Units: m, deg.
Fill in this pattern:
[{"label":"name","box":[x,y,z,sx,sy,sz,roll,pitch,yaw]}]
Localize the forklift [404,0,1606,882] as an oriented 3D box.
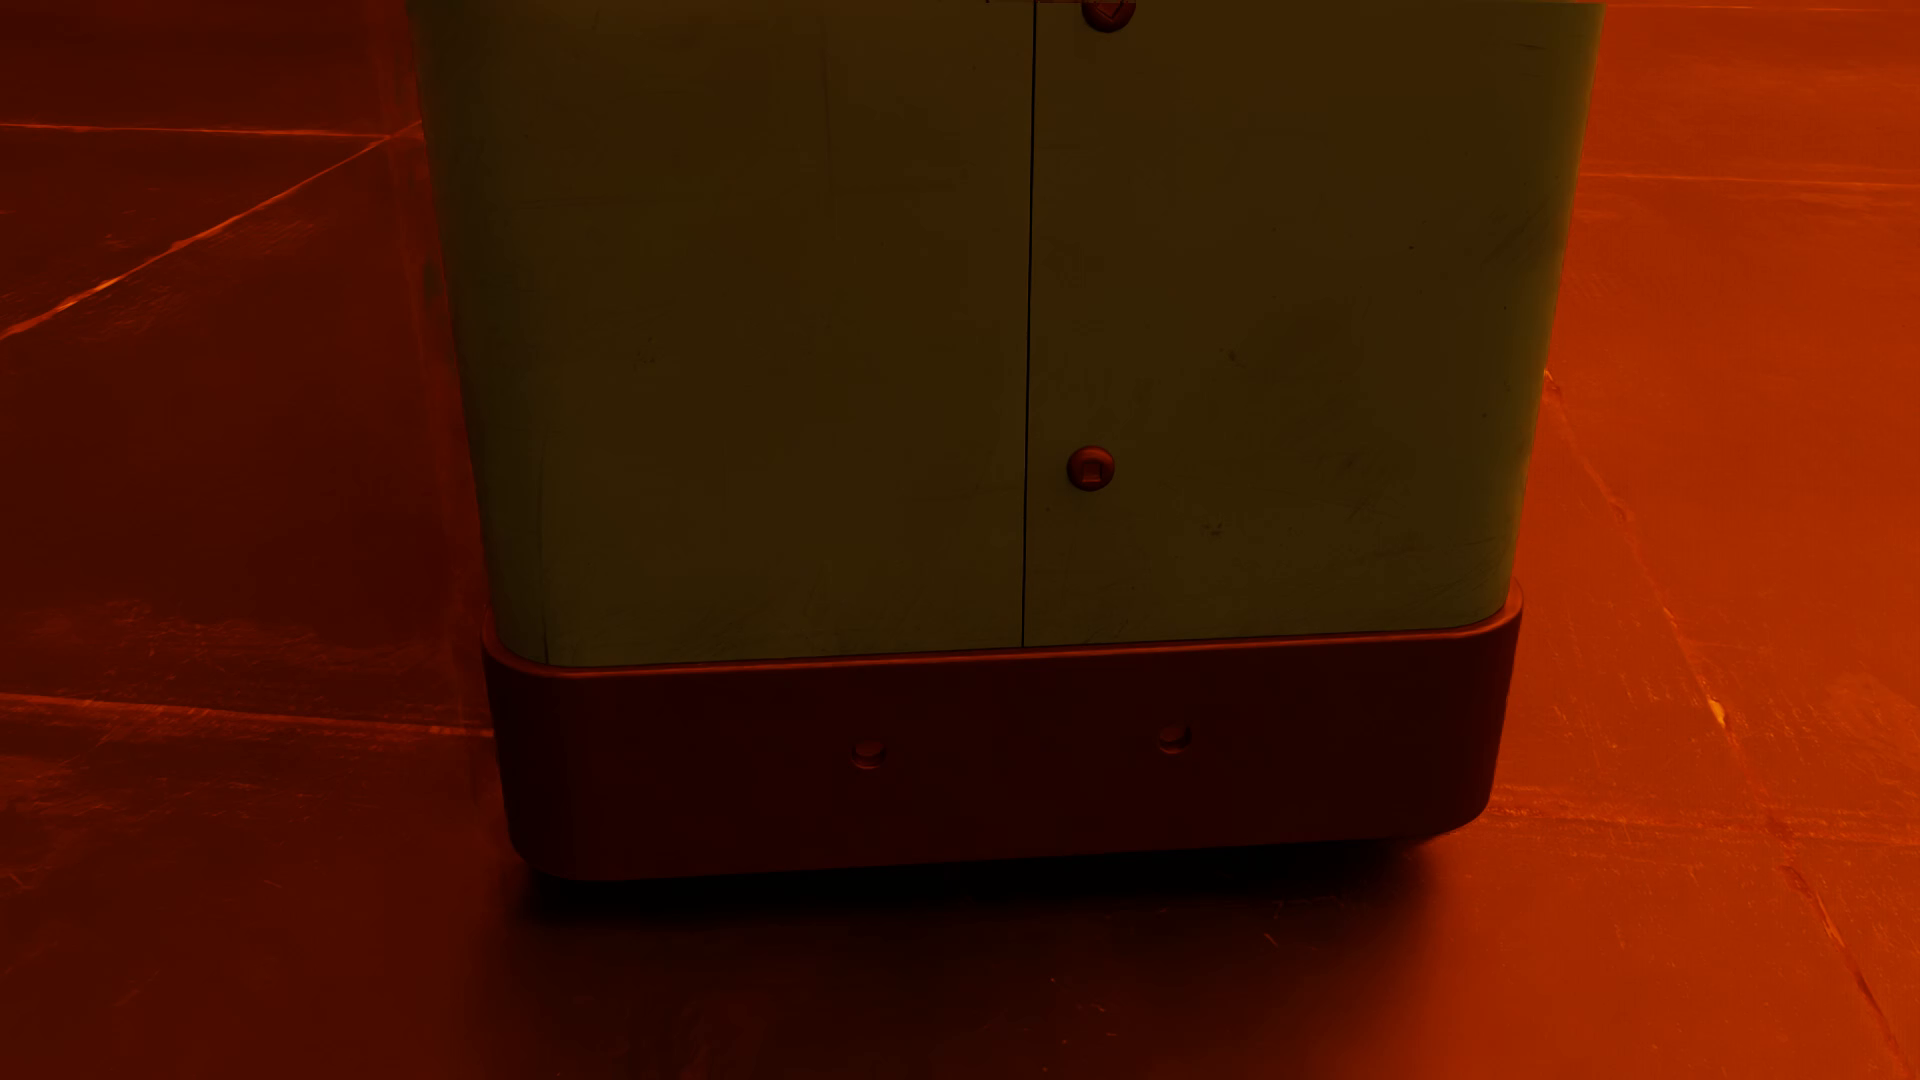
[{"label":"forklift","box":[-0.074,-1.596,2.417,1.130,2.935,3.031,-2,27,-5]}]
